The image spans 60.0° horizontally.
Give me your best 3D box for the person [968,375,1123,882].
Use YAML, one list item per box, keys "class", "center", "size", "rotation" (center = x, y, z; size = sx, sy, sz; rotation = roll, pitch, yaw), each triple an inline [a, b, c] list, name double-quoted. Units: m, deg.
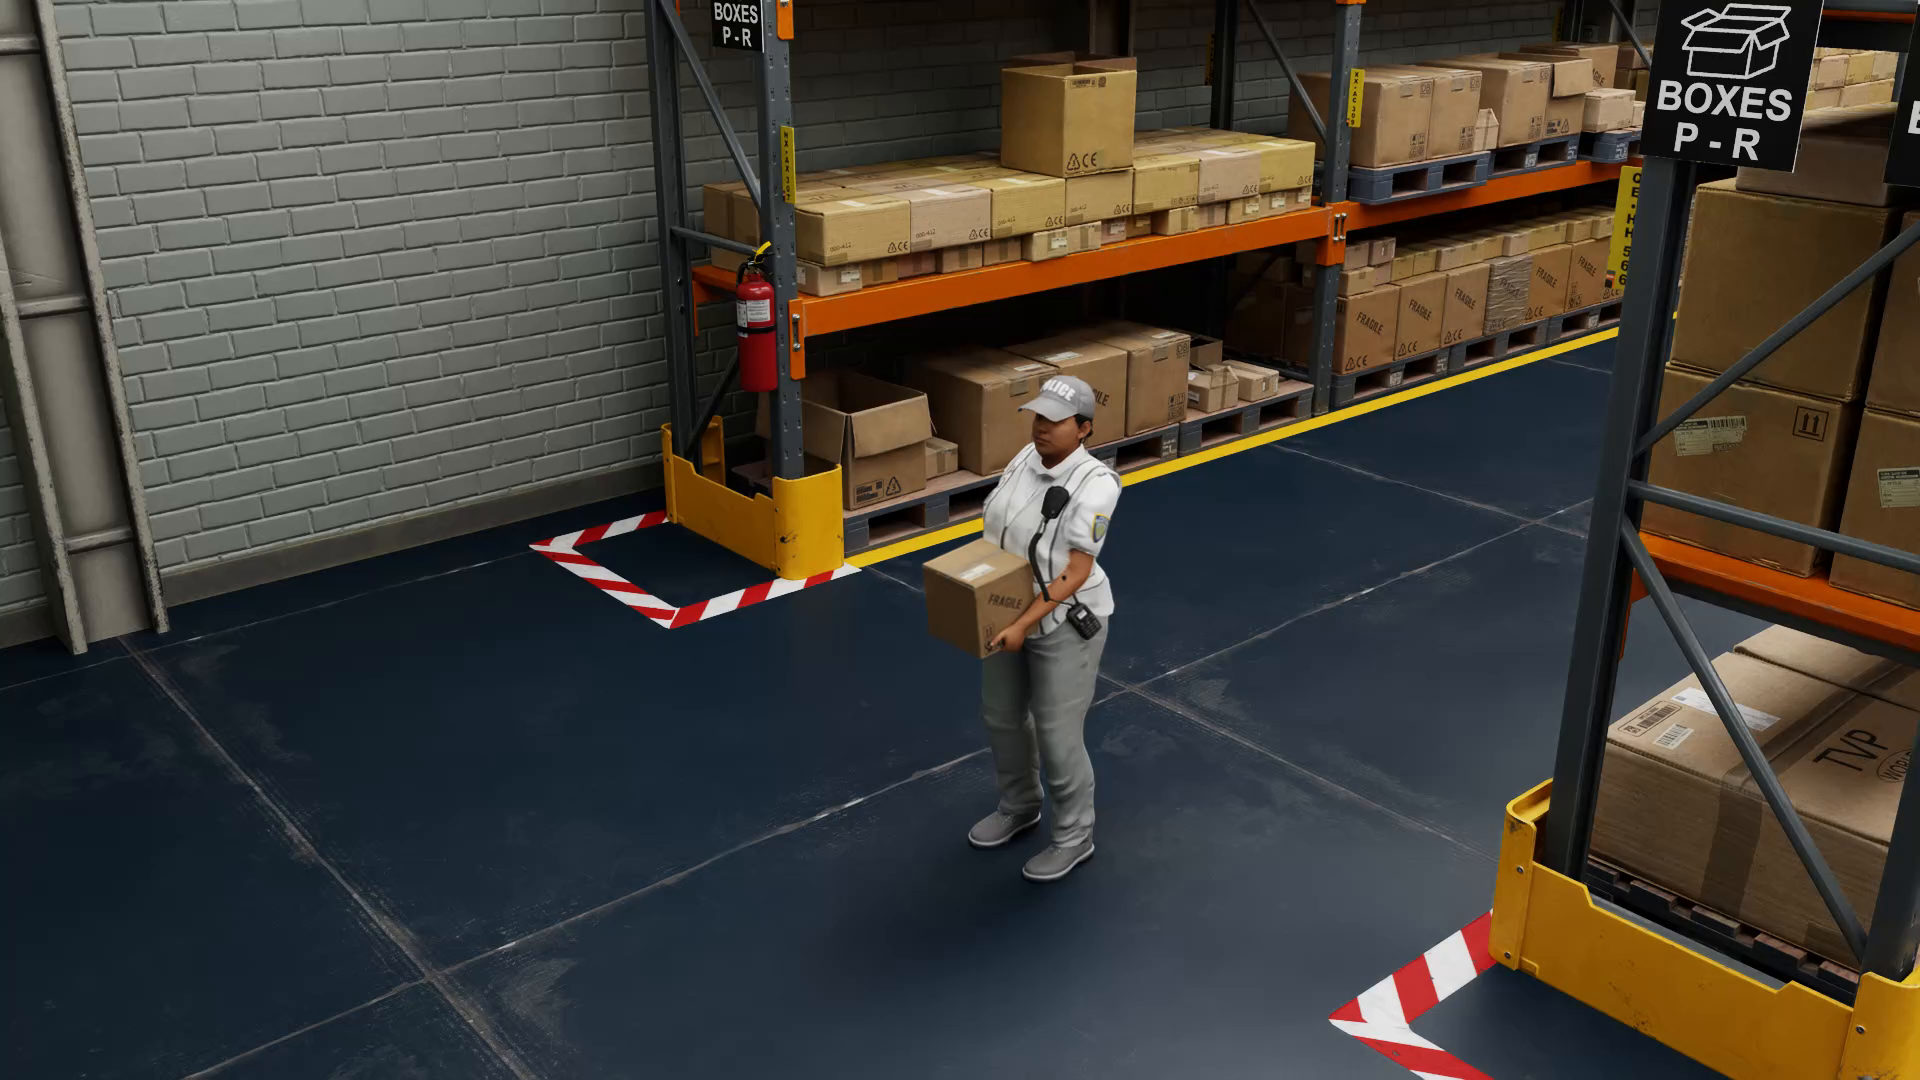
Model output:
- class: "person"
  center: [0.216, 0.293, 5.334]
  size: [0.541, 1.653, 0.453]
  rotation: [-17, 27, -37]
